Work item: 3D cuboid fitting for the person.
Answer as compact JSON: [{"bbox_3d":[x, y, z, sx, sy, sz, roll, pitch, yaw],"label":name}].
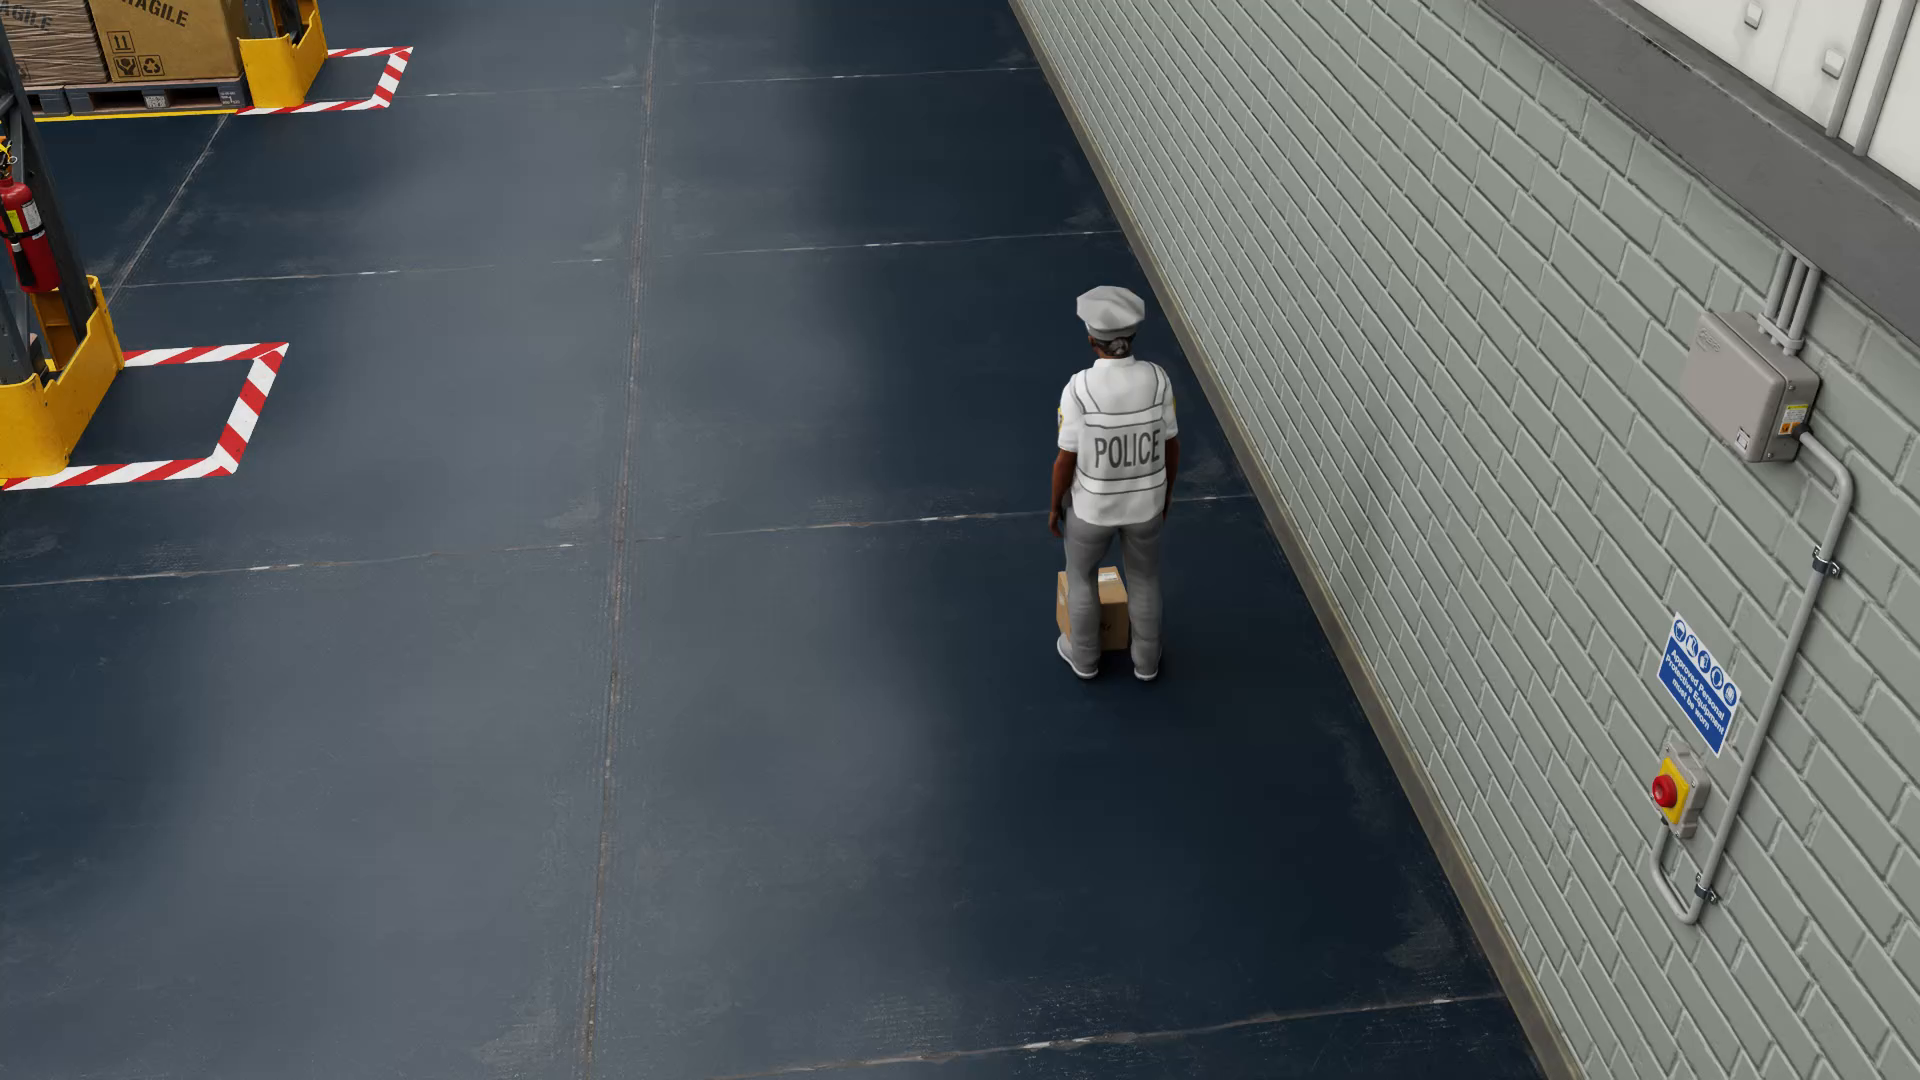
[{"bbox_3d":[0.591,-0.157,6.370,0.527,1.658,0.428,-6,36,-9],"label":"person"}]
